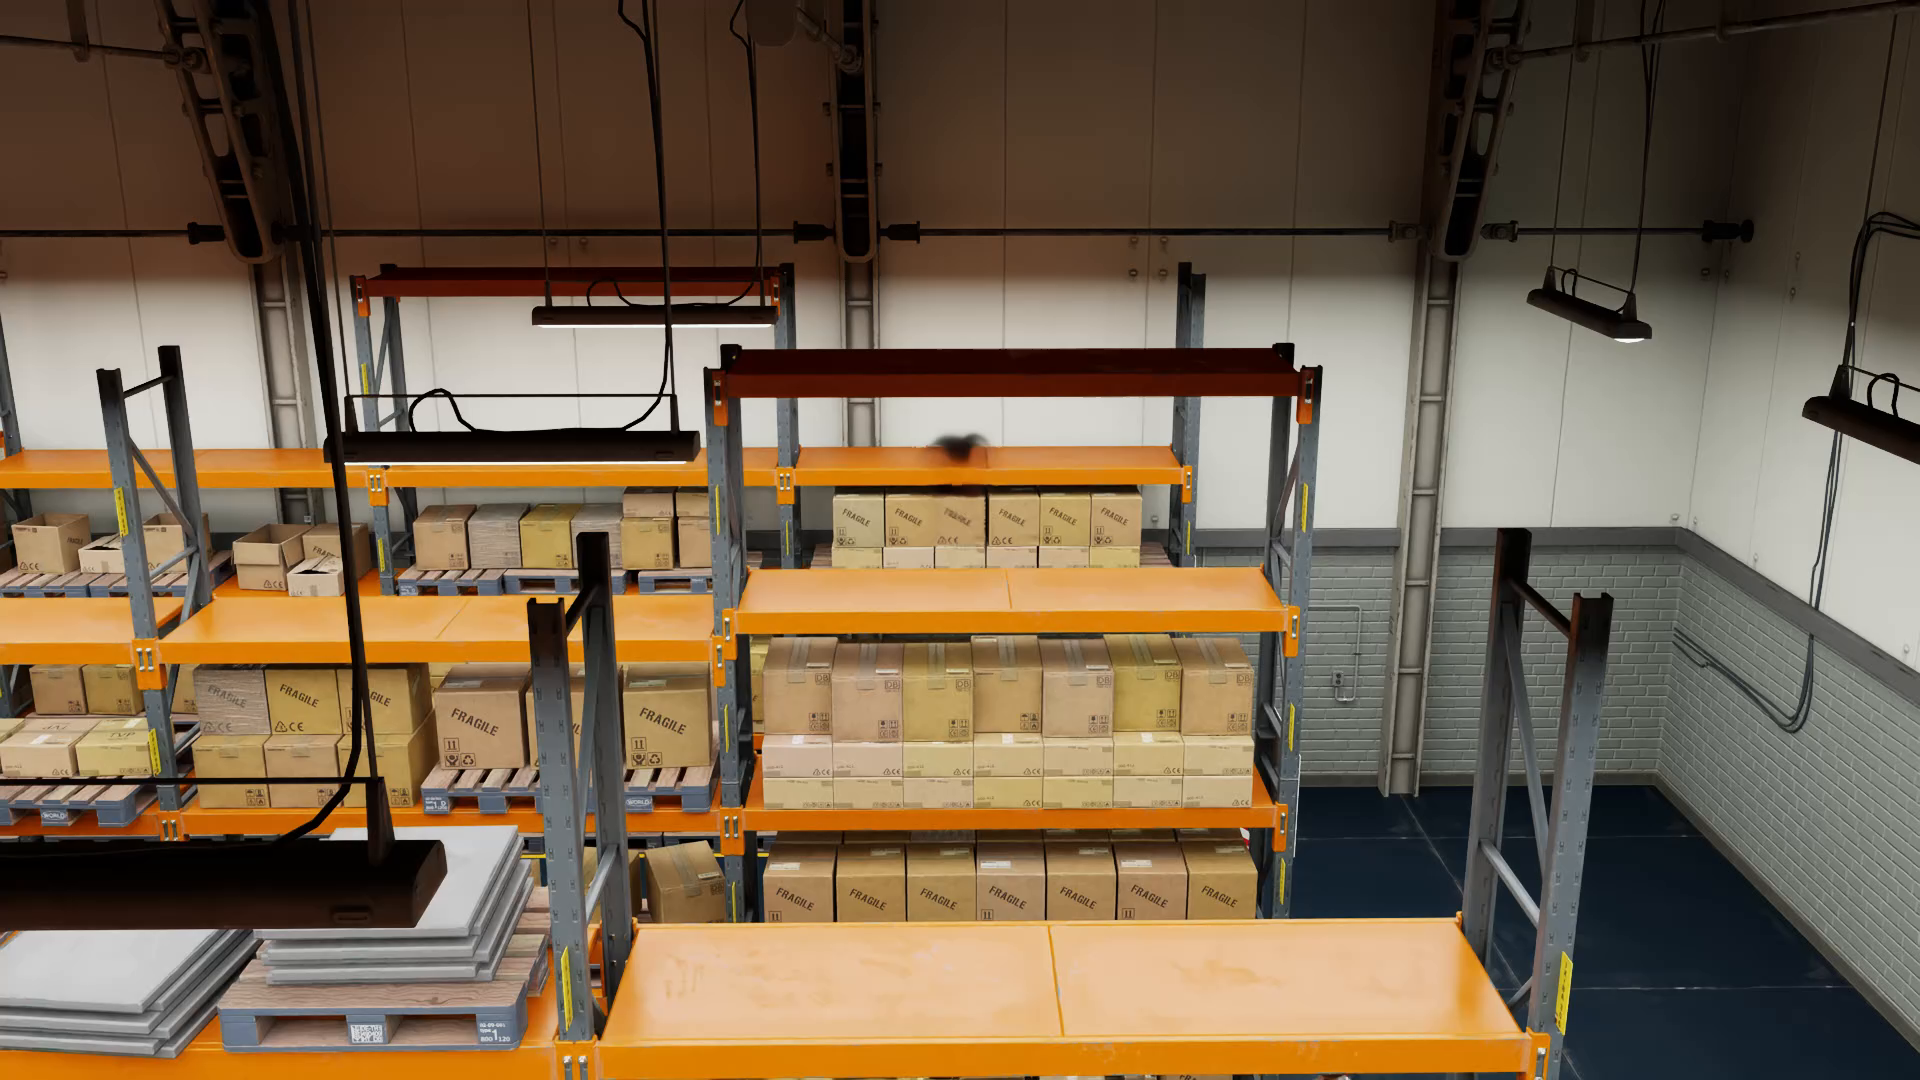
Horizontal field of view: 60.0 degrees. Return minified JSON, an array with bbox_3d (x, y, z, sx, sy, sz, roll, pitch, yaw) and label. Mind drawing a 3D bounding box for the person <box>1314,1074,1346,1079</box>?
[{"bbox_3d":[2.485,4.162,11.419,0.468,1.567,0.420,-2,16,-6],"label":"person"}]
